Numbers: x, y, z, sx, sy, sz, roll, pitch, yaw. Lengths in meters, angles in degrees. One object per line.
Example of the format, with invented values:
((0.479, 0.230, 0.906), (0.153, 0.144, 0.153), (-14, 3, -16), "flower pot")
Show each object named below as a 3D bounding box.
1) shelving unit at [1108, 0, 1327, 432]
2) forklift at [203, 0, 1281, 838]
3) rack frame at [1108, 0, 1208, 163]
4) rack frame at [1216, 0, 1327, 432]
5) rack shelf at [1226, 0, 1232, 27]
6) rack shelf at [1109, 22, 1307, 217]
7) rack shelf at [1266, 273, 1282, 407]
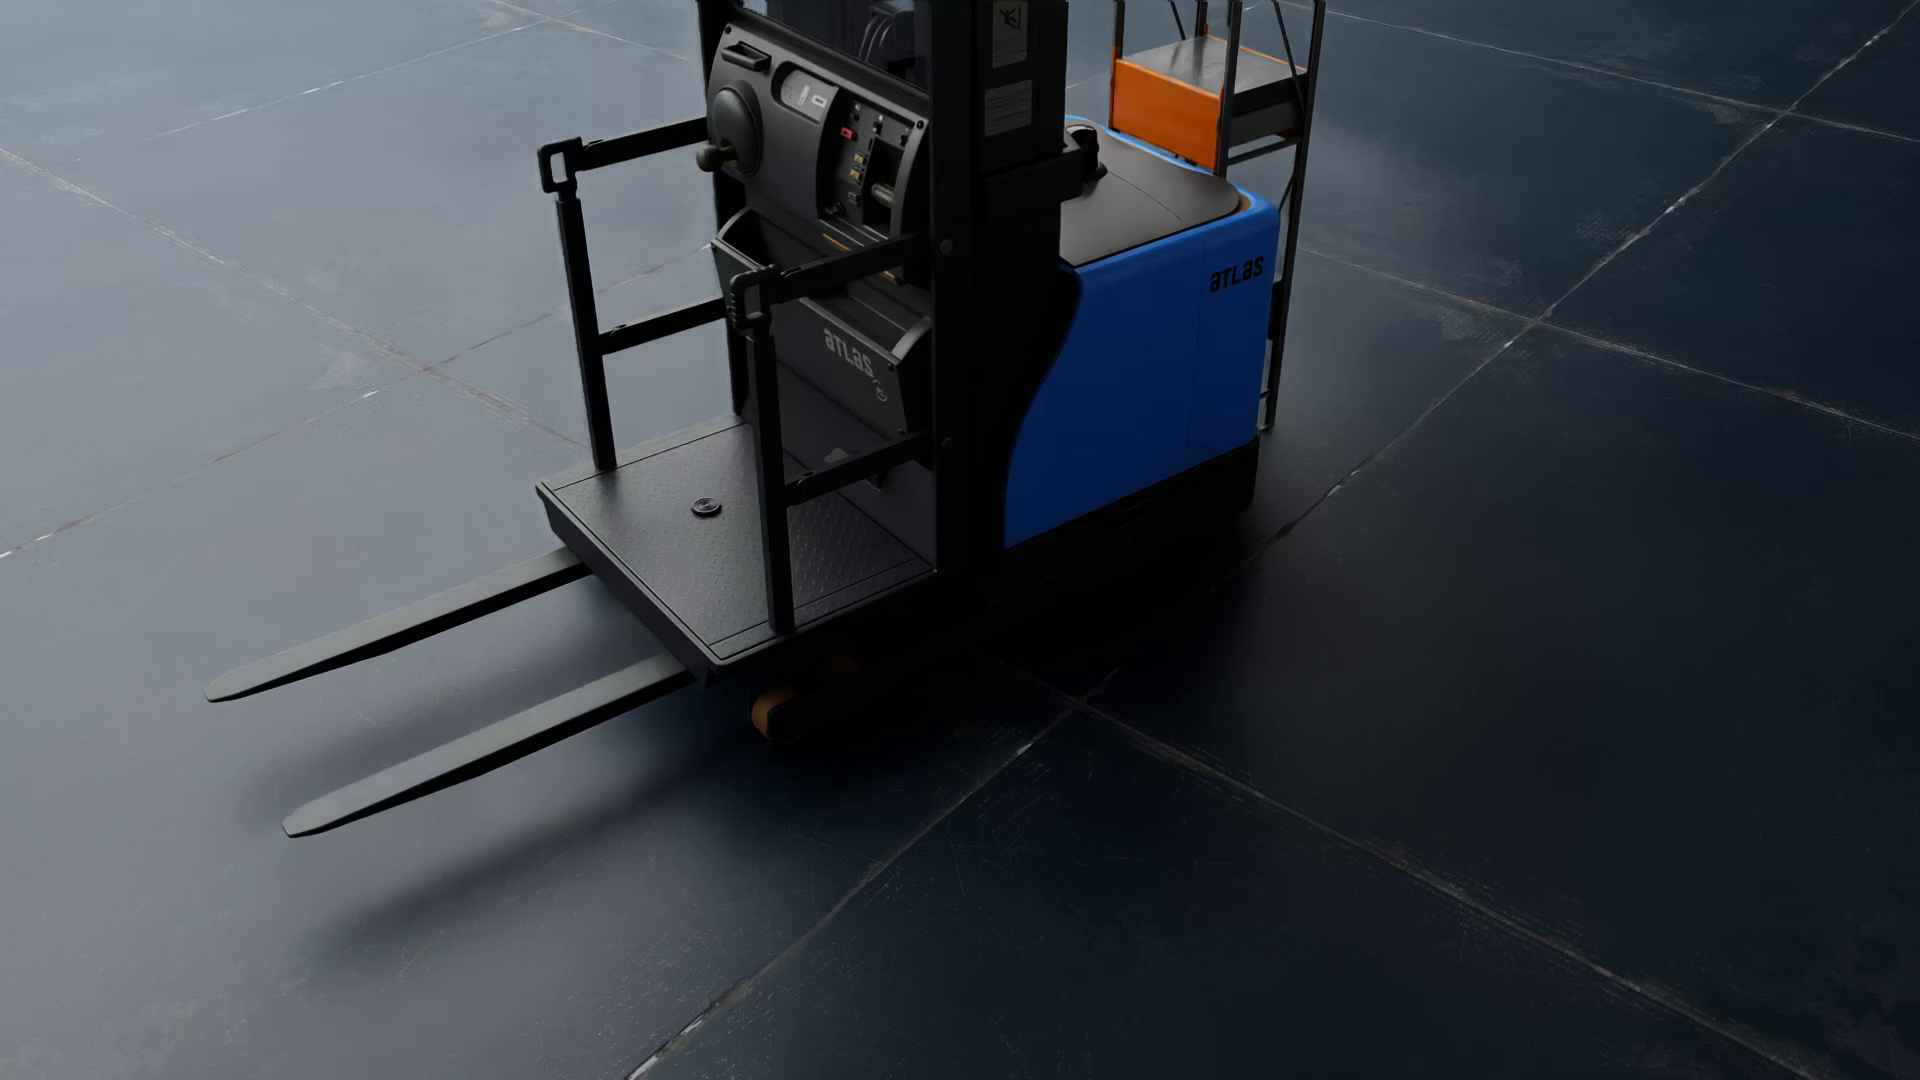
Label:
((0.789, -1.307, 5.298), (0.431, 2.100, 0.503), (-24, 41, -30), "shelving unit")
((-0.545, -1.001, 4.119), (3.031, 2.935, 1.130), (-23, 41, -30), "forklift")
((0.639, -1.416, 5.457), (0.400, 2.100, 0.015), (-24, 41, -30), "rack frame")
((0.938, -1.198, 5.140), (0.400, 2.100, 0.015), (-24, 41, -30), "rack frame")
((0.789, -1.873, 4.910), (0.431, 0.518, 0.480), (-24, 41, -30), "rack shelf")
((0.789, -1.296, 5.306), (0.431, 0.518, 0.480), (-24, 41, -30), "rack shelf")
((0.789, -0.719, 5.702), (0.431, 0.518, 0.480), (-24, 41, -30), "rack shelf")
